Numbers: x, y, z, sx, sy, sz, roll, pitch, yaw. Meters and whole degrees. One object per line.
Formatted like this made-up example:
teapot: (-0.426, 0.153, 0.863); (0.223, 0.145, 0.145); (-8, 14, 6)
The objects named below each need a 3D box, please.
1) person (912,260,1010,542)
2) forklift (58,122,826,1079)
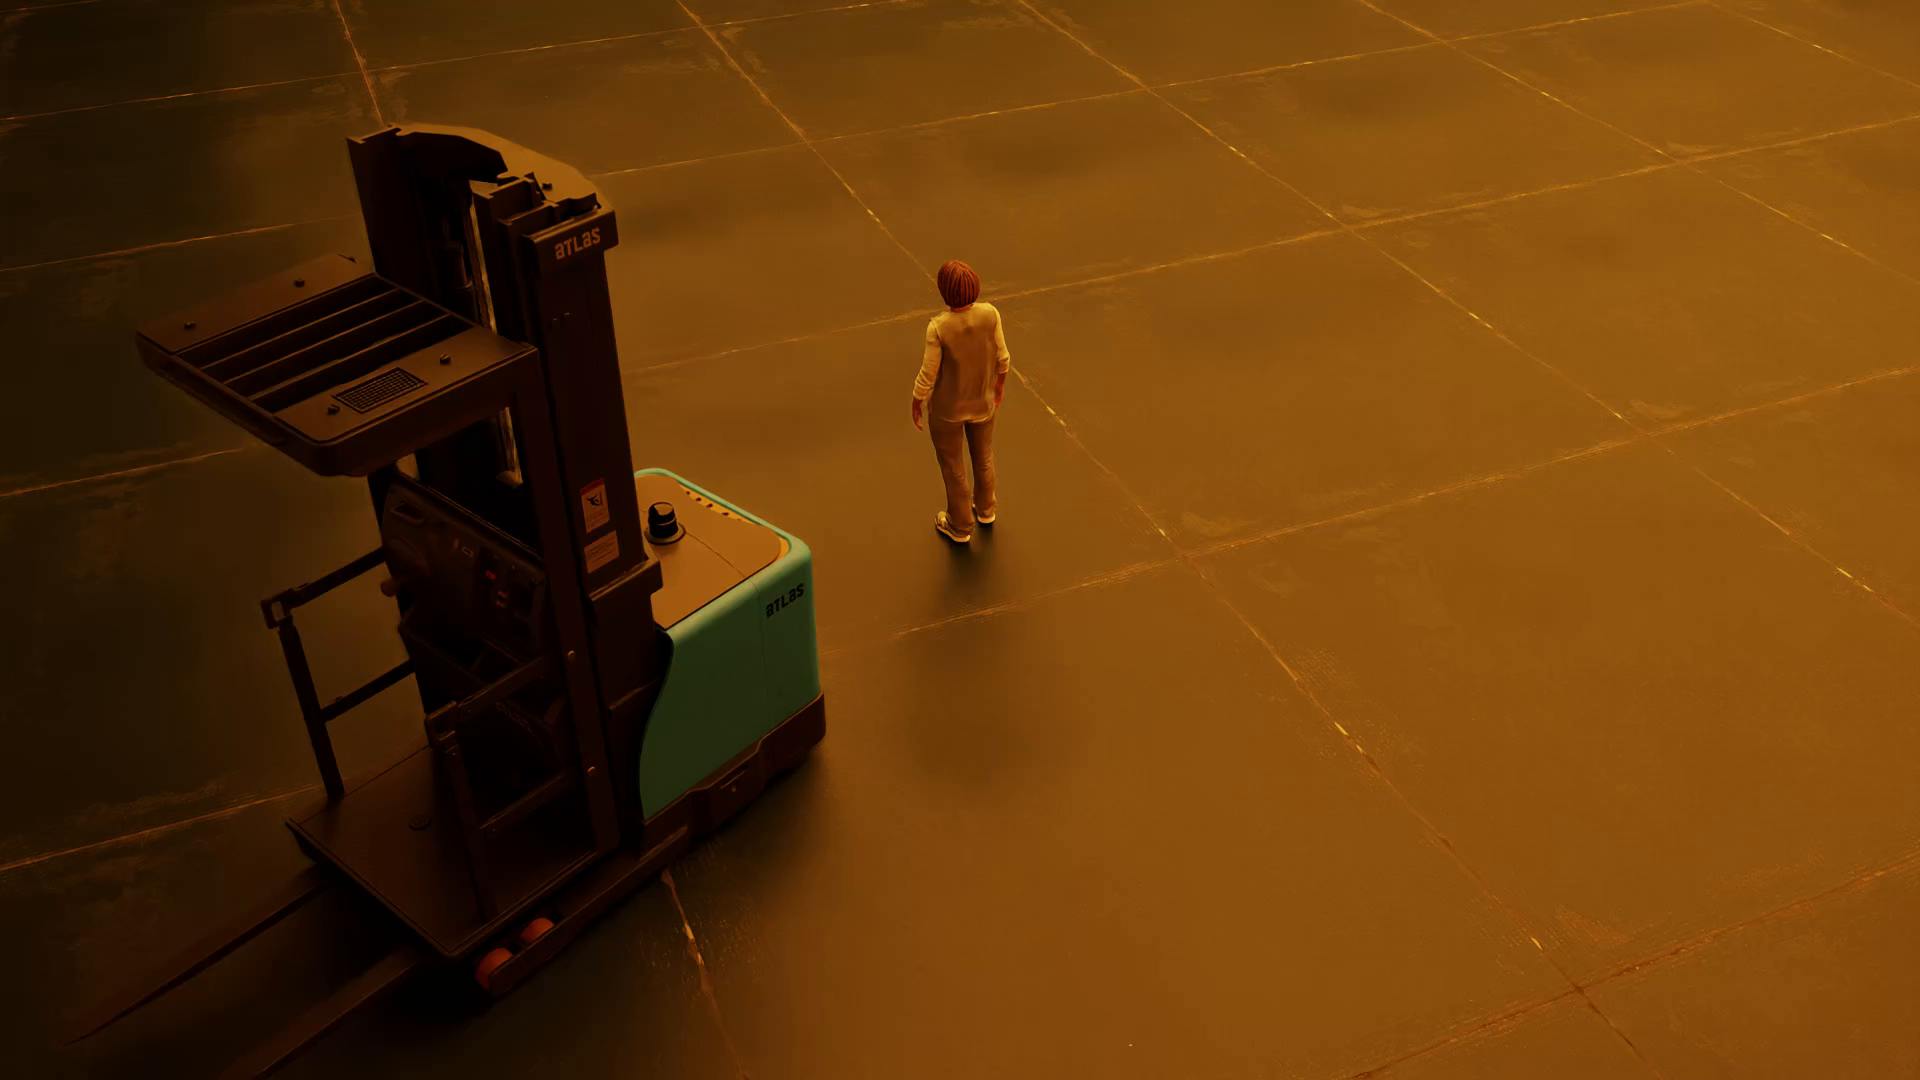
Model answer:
person: (-0.016, -0.700, 8.221); (0.519, 1.598, 0.474); (-14, 38, -19)
forklift: (-1.923, 0.174, 5.854); (1.130, 2.935, 3.031); (26, 43, 32)
